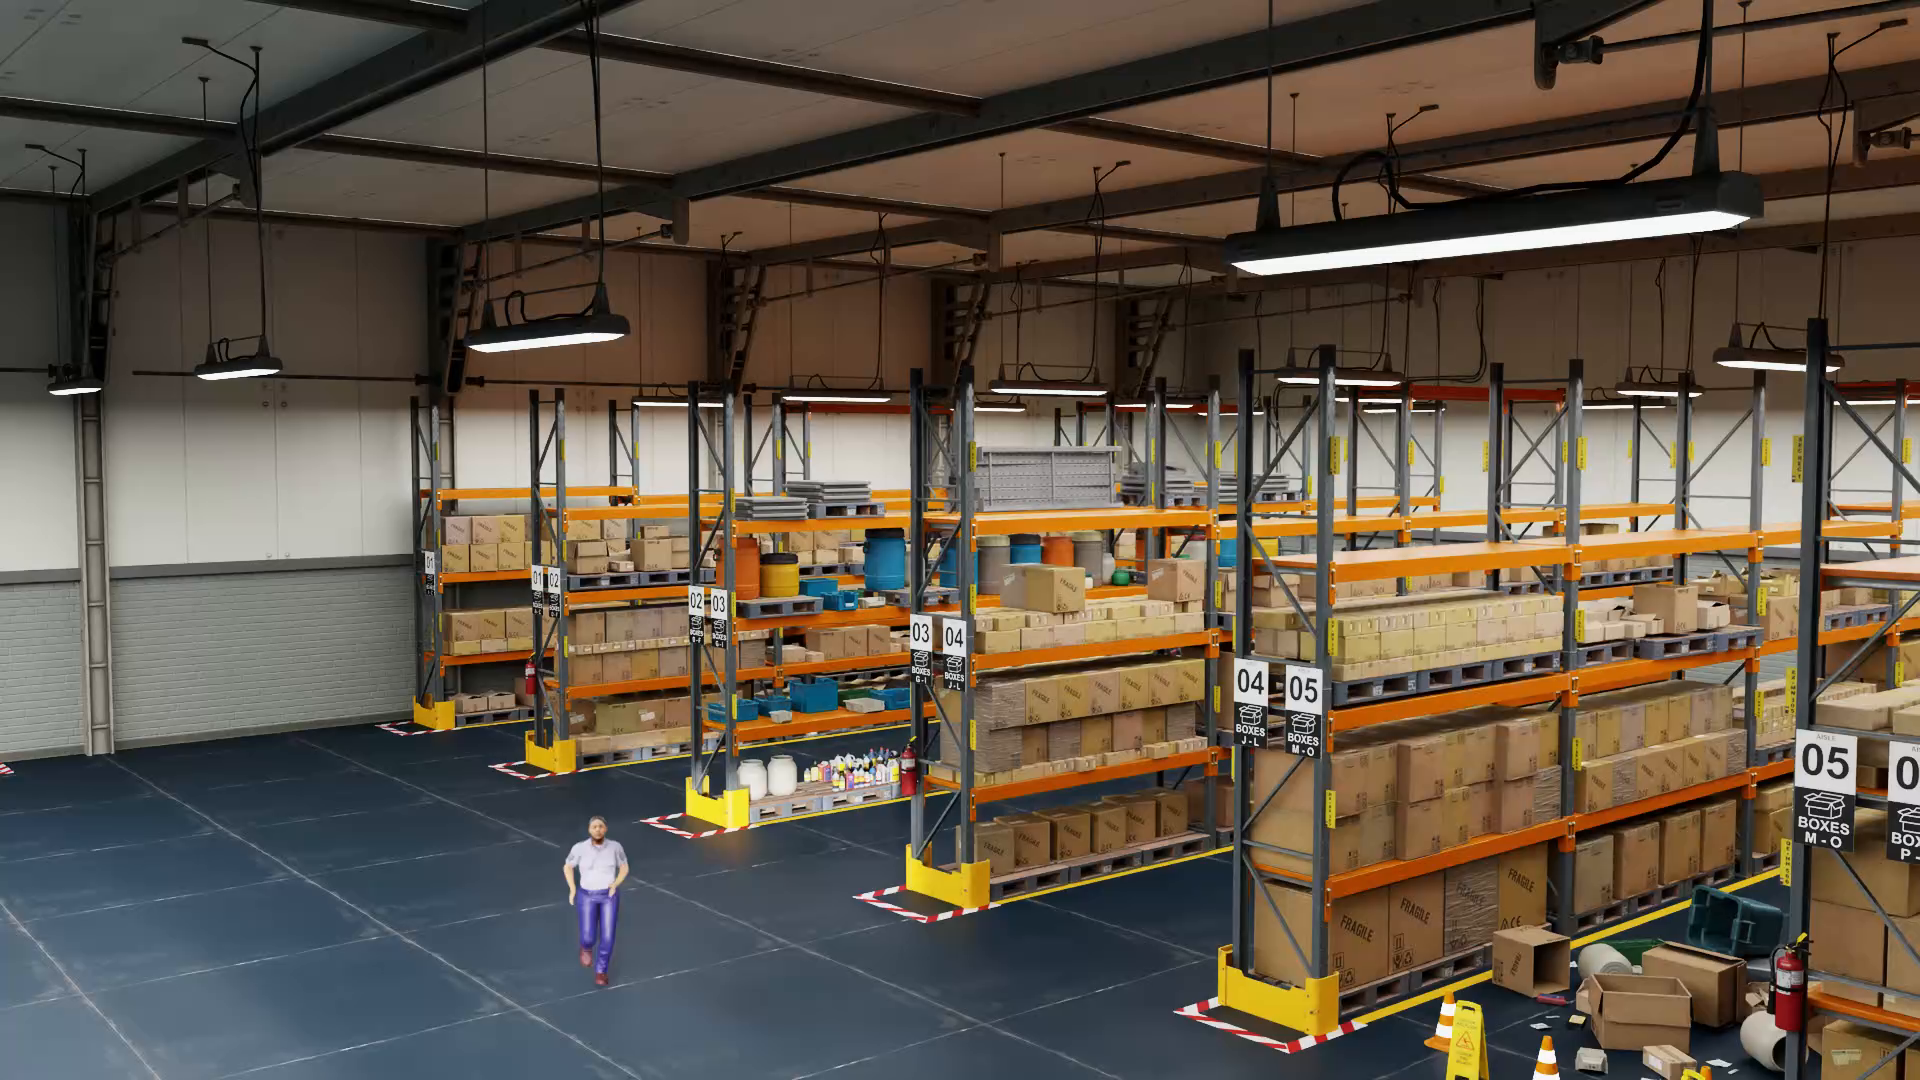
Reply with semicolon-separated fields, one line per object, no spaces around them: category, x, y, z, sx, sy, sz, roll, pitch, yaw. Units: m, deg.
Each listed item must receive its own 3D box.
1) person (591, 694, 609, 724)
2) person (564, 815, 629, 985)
person;-6.207;2.700;28.595;0.530;1.554;0.512;-3;5;-43
person;-3.460;3.433;15.885;0.608;1.602;0.549;-1;4;-17
